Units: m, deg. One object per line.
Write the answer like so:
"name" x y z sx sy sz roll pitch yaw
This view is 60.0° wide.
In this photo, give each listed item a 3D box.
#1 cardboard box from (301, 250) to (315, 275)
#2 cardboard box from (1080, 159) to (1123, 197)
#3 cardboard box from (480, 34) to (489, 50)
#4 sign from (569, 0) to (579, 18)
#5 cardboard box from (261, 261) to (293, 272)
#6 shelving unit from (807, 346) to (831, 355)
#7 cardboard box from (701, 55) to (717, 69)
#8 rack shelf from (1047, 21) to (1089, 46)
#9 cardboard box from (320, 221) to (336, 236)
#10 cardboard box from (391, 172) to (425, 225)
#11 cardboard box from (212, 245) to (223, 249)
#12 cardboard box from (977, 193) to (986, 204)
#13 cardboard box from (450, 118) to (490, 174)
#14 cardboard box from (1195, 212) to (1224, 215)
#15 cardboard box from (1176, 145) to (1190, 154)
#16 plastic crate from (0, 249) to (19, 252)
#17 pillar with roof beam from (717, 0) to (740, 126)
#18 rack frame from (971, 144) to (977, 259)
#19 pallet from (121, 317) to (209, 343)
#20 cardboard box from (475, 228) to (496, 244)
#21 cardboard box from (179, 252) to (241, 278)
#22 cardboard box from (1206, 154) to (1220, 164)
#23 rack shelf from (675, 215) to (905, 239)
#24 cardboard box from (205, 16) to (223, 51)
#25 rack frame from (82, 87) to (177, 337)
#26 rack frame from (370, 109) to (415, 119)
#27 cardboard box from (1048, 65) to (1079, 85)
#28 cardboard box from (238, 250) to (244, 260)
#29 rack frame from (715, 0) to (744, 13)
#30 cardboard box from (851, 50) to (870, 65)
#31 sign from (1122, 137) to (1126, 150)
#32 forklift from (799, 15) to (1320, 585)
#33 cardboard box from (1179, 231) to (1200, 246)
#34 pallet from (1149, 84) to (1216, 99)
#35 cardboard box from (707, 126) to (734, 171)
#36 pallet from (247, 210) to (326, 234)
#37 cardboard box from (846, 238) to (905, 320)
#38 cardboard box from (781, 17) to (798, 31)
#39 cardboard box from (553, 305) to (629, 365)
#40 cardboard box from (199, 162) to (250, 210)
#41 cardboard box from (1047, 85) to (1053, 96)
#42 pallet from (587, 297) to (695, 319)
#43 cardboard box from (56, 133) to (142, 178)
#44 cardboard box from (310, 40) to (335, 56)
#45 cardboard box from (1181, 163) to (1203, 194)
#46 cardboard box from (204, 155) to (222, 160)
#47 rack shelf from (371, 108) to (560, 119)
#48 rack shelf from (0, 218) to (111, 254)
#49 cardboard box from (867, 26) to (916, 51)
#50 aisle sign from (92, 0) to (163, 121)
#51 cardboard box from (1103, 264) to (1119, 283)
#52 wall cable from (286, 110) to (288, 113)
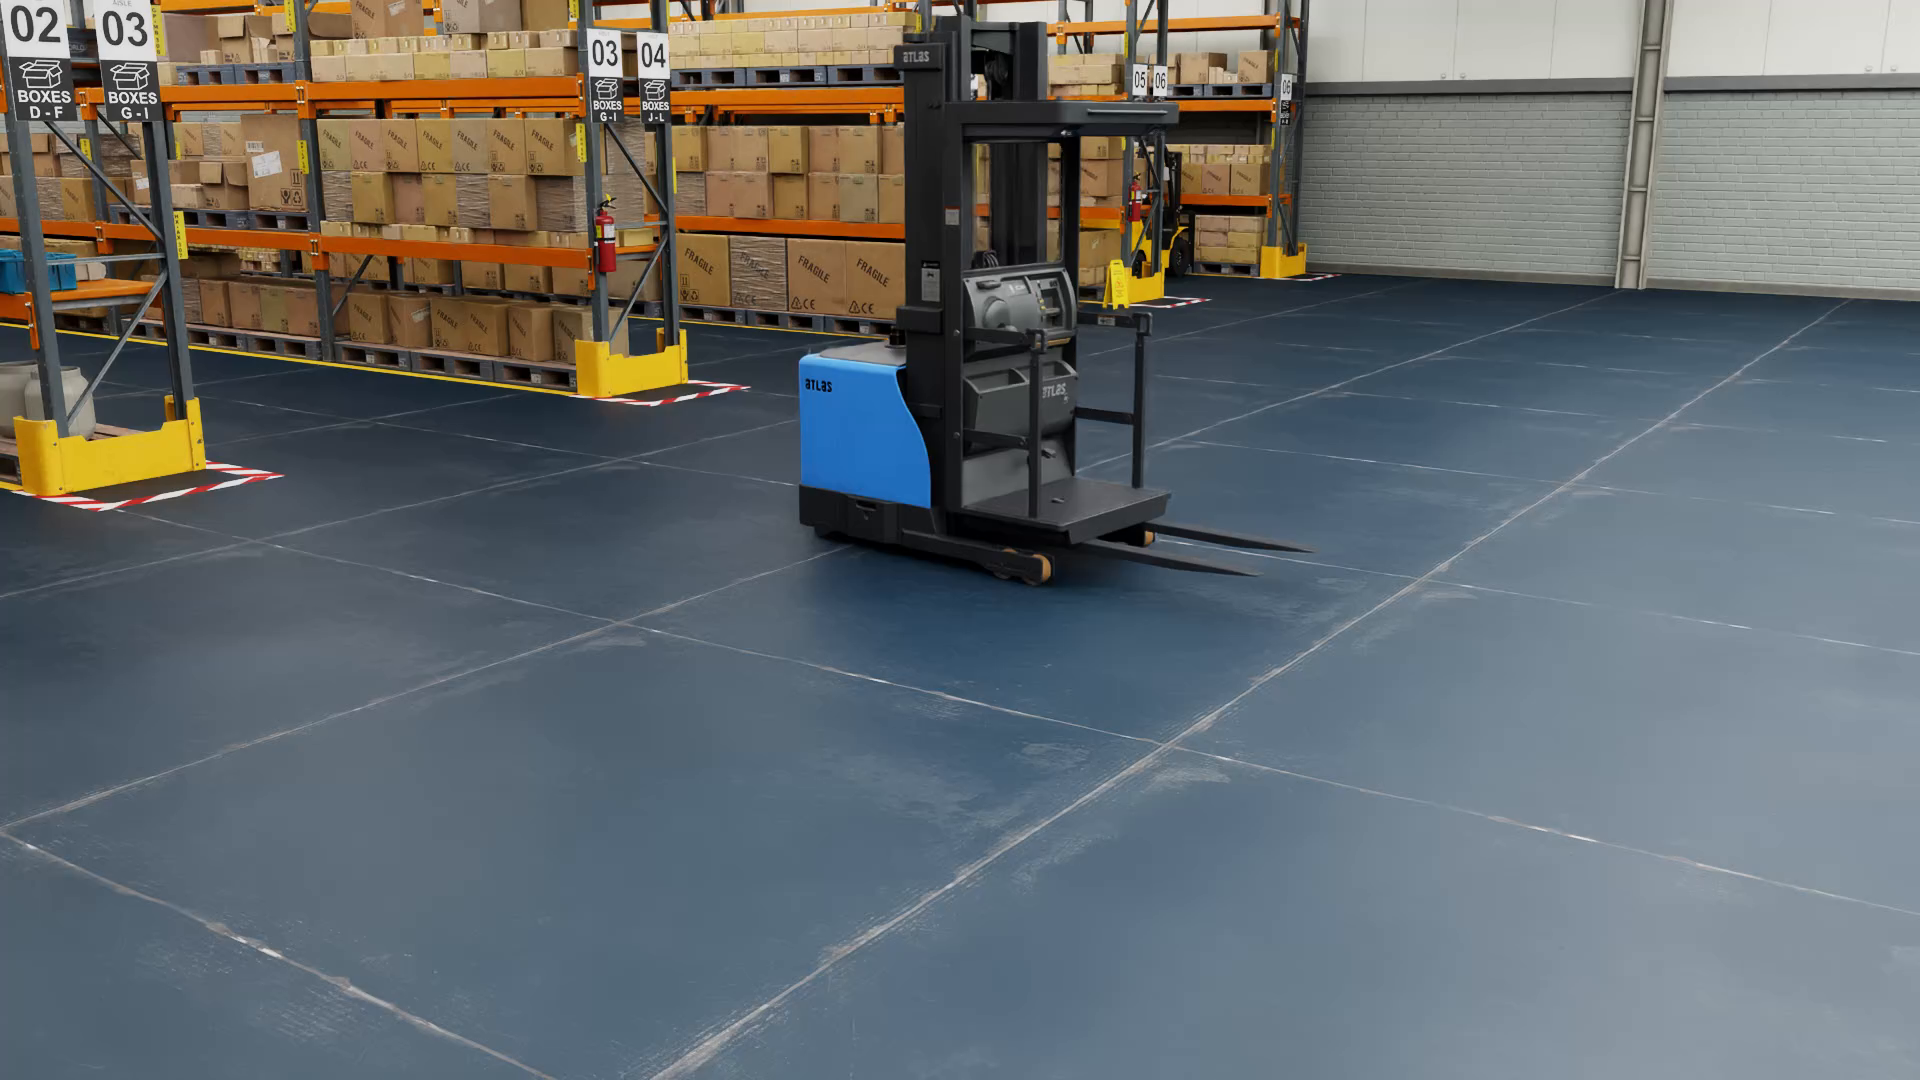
"cardboard box" -9.624 -4.288 25.231 0.500 0.500 0.500 10 17 35
"cardboard box" 1.942 -5.052 23.160 0.500 0.500 0.500 9 16 32
"cardboard box" -4.185 -4.577 15.309 0.250 0.149 0.380 9 17 33
"sign" -3.311 -4.643 14.251 0.005 0.325 0.100 9 17 33
"cardboard box" -10.605 -4.254 25.825 0.250 0.149 0.380 9 17 34
"shelving unit" -0.775 -0.661 10.307 0.252 1.050 0.215 11 18 38
"cardboard box" -2.917 -5.779 20.122 0.250 0.149 0.380 9 17 33
"rack shelf" 0.335 -9.004 29.800 4.000 0.370 1.077 9 17 33
"cardboard box" -6.293 -3.191 16.992 0.250 0.149 0.380 9 17 33
"cardboard box" -5.098 -3.401 16.491 0.500 0.500 0.875 9 17 33
"cardboard box" -11.653 -4.714 26.446 0.250 0.149 0.380 9 16 31
"cardboard box" 0.366 -4.976 24.204 0.250 0.149 0.380 9 17 33
"cardboard box" -4.410 -3.701 15.624 0.500 0.500 0.500 9 17 33
"cardboard box" 4.195 -5.423 28.256 0.500 0.250 0.500 9 17 32
"cardboard box" 3.784 -6.496 27.645 0.250 0.149 0.380 10 17 34
"plastic crate" -6.867 -1.901 11.569 0.408 0.251 0.499 9 17 33
"pillar with roof beam" -7.121 -9.767 30.552 0.400 9.000 9.100 9 17 33
"rack frame" -0.132 -3.840 19.094 0.127 3.000 1.000 9 17 33
"pallet" -8.975 -2.479 19.398 1.213 0.211 1.003 9 17 33
"cardboard box" -4.382 -2.904 15.836 0.250 0.149 0.380 9 17 33
"cardboard box" -8.604 -3.149 19.027 0.500 0.250 0.500 12 18 39
"cardboard box" 4.260 -6.296 27.456 0.250 0.149 0.380 9 17 32
"rack shelf" -1.792 -3.759 20.264 4.000 0.370 1.077 9 17 33
"cardboard box" -8.253 -5.535 18.449 0.500 0.500 0.500 10 17 34
"rack frame" -9.623 -3.938 19.488 0.127 3.000 1.000 9 17 33
"rack frame" -10.730 -6.987 31.804 0.127 3.000 1.000 9 17 33
"cardboard box" 1.562 -6.454 23.102 0.500 0.250 0.500 9 16 32
"cardboard box" -11.145 -4.512 26.249 0.250 0.149 0.380 9 17 33
"rack frame" -4.644 -10.352 32.916 0.127 3.000 1.000 9 17 33
"cardboard box" -1.019 -5.472 18.884 0.250 0.149 0.380 9 17 34
"sign" 2.220 -5.448 22.523 0.005 0.325 0.100 9 17 33
"forklift" 0.501 -1.324 9.073 3.031 2.935 1.130 11 18 38
"cardboard box" 3.885 -5.080 27.911 0.500 0.250 0.500 9 16 32
"pallet" 3.725 -7.508 27.850 1.213 0.211 1.003 9 17 33
"cardboard box" -2.643 -4.867 20.682 0.550 0.550 0.875 9 17 33
"pallet" -6.856 -3.440 17.875 1.213 0.211 1.003 9 17 33
"cardboard box" -0.732 -3.091 19.613 0.875 0.875 0.875 9 17 33
"cardboard box" -1.867 -5.996 19.341 0.250 0.149 0.380 9 17 33
"cardboard box" -3.493 -1.942 15.756 0.500 0.500 0.500 13 19 43
"cardboard box" -7.793 -3.869 18.123 0.637 0.503 0.797 11 18 38
"cardboard box" 1.262 -6.307 23.341 0.250 0.149 0.380 9 17 32
"pallet" -4.134 -3.112 21.954 1.213 0.211 1.003 9 17 33
"cardboard box" -10.220 -4.575 19.765 0.637 0.503 0.797 10 17 35
"cardboard box" -6.206 -4.873 16.506 0.250 0.149 0.380 9 16 31
"cardboard box" 3.908 -6.033 27.745 0.500 0.500 0.500 9 16 32
"cardboard box" -11.491 -5.788 26.135 0.500 0.500 0.500 9 17 33
"rack shelf" -9.070 -7.825 30.447 4.000 0.370 1.077 9 17 33
"rack shelf" -11.282 -3.857 20.658 4.000 0.370 1.077 9 17 33
"cardboard box" -0.694 -5.630 18.694 0.500 0.250 0.500 9 17 34
"aisle sign" -5.525 -3.188 11.049 0.004 0.787 0.394 9 17 33
"cardboard box" 2.031 -3.873 24.076 0.500 0.250 0.500 9 17 32
"wall cable" -14.640 -8.516 35.867 0.122 1.984 0.588 9 17 33
